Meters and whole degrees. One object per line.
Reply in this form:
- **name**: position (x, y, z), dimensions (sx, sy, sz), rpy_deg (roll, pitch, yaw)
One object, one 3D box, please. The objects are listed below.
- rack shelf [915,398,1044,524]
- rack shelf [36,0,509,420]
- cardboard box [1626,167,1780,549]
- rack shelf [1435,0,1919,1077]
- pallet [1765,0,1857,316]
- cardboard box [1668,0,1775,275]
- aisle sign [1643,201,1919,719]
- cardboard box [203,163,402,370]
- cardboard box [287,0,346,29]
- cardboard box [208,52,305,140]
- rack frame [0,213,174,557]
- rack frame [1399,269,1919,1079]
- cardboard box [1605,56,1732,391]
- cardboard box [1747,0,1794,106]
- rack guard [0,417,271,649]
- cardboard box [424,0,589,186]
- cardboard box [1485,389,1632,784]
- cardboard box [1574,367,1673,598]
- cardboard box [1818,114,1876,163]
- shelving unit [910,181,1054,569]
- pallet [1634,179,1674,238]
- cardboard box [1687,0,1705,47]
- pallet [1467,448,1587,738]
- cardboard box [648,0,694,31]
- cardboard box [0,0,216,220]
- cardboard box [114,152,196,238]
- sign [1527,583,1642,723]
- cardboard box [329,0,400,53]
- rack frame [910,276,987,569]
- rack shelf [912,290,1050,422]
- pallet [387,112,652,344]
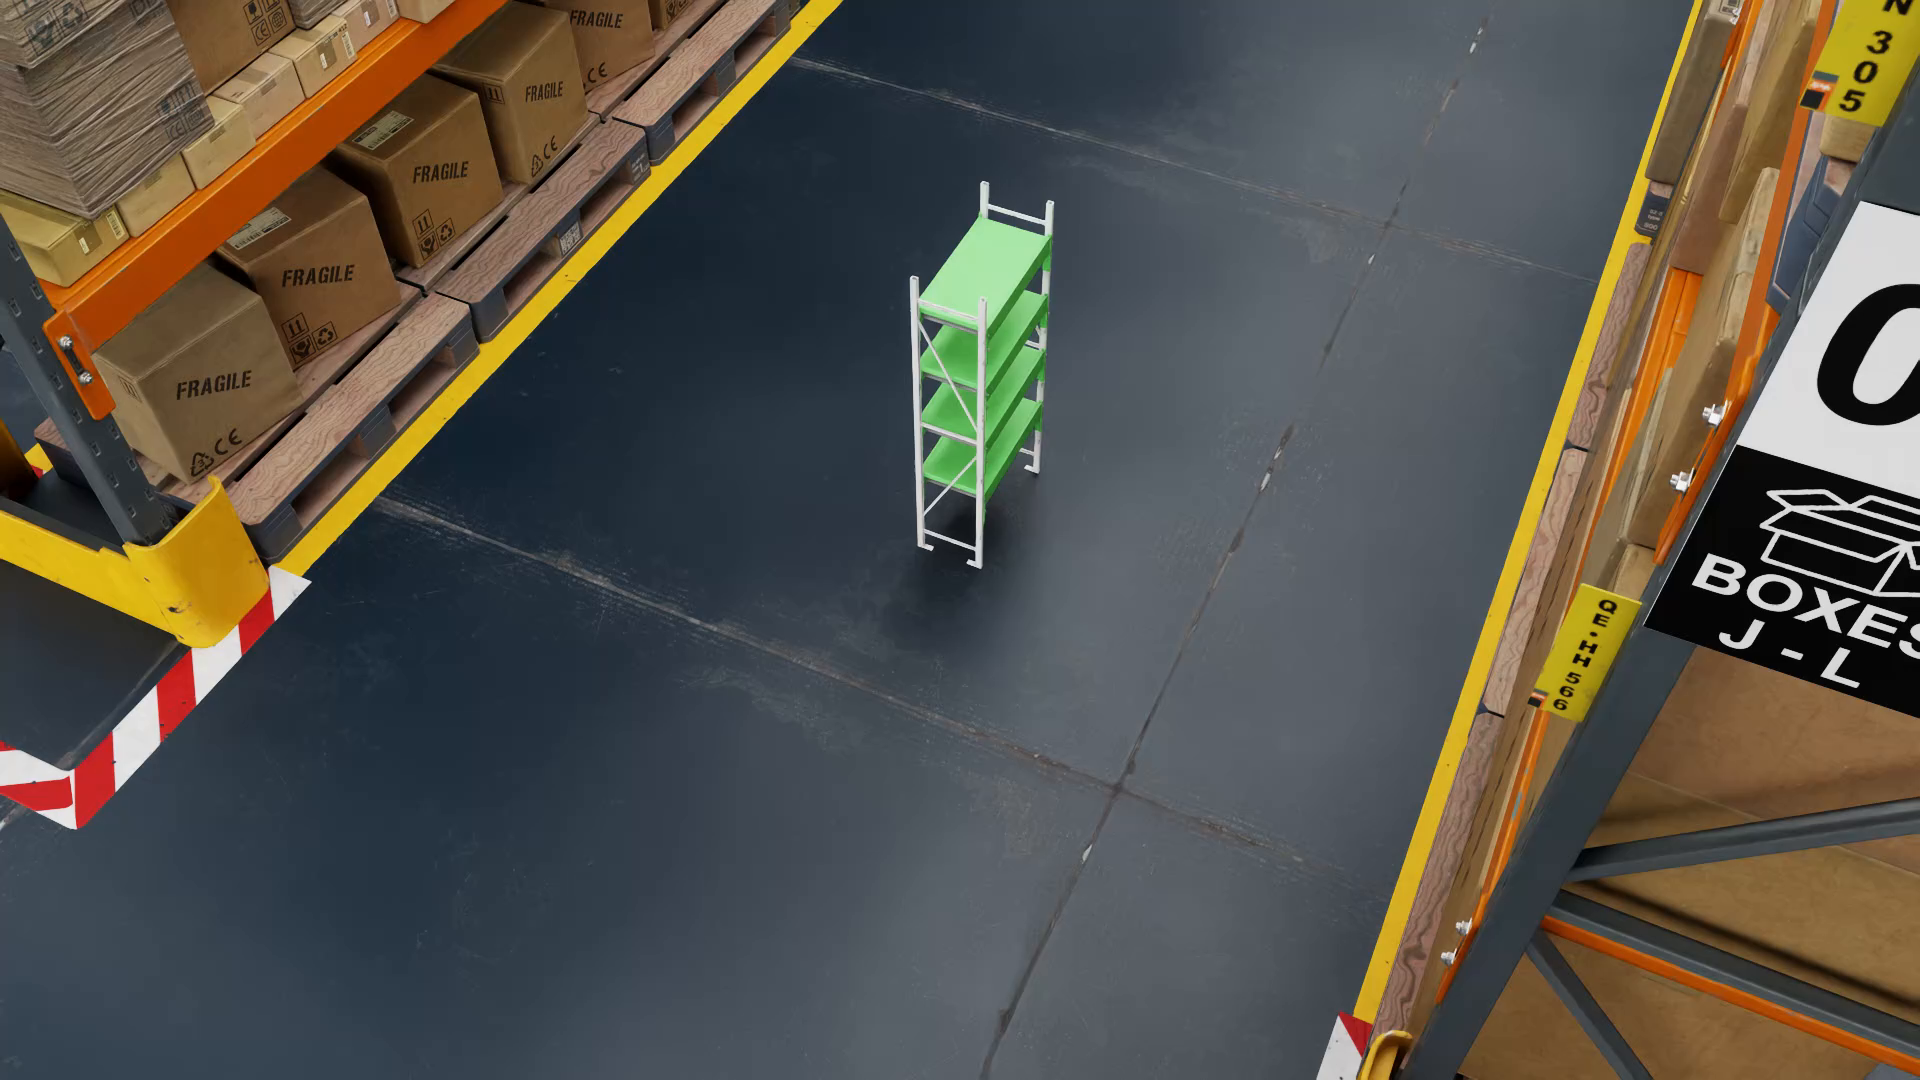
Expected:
- **rack shelf**: position (0.071, -0.306, 5.621), dimensions (0.258, 0.148, 0.480), rpy_deg (20, 52, 16)
- **rack shelf**: position (-2.088, -2.000, 5.954), dimensions (1.077, 0.370, 4.000), rpy_deg (20, 52, 16)
- **cardboard box**: position (1.844, -0.222, 3.162), dimensions (0.875, 0.550, 0.550), rpy_deg (20, 52, 16)
- **rack shelf**: position (2.353, -0.316, 4.522), dimensions (1.077, 0.370, 4.000), rpy_deg (20, 52, 16)
- **pallet**: position (1.806, -0.630, 2.405), dimensions (1.003, 0.211, 1.213), rpy_deg (20, 52, 16)
- **cardboard box**: position (2.509, -0.998, 4.531), dimensions (0.875, 0.550, 0.550), rpy_deg (20, 52, 16)
- **aisle sign**: position (1.197, -0.063, 2.128), dimensions (0.394, 0.787, 0.004), rpy_deg (20, 52, 16)
- **cardboard box**: position (-2.436, -1.029, 6.022), dimensions (0.500, 0.500, 0.500), rpy_deg (33, 57, 25)
- **cardboard box**: position (-2.325, -2.068, 5.279), dimensions (0.875, 0.500, 0.500), rpy_deg (20, 52, 16)
- **cardboard box**: position (-2.273, -1.405, 5.141), dimensions (0.380, 0.149, 0.250), rpy_deg (20, 52, 16)
- **rack frame**: position (-2.943, -0.856, 4.509), dimensions (1.000, 3.000, 0.127), rpy_deg (20, 52, 16)
- **rack frame**: position (1.499, 0.828, 3.076), dimensions (1.000, 3.000, 0.127), rpy_deg (20, 52, 16)
- **cardboard box**: position (2.875, -0.964, 5.720), dimensions (0.875, 0.875, 0.875), rpy_deg (21, 53, 17)
- **cardboard box**: position (2.534, -1.339, 4.112), dimensions (0.875, 0.550, 0.550), rpy_deg (20, 52, 16)
- **rack guard**: position (-2.910, -0.098, 5.505), dimensions (1.175, 0.500, 0.348), rpy_deg (20, 52, 16)
- **cardboard box**: position (-1.873, -1.824, 6.698), dimensions (0.500, 0.500, 0.500), rpy_deg (16, 51, 13)
- **cardboard box**: position (2.103, 0.285, 4.657), dimensions (0.875, 0.875, 0.875), rpy_deg (19, 52, 16)
- **cardboard box**: position (1.831, 0.123, 3.577), dimensions (0.875, 0.550, 0.550), rpy_deg (20, 52, 16)
- **cardboard box**: position (1.334, -0.571, 2.120), dimensions (0.380, 0.149, 0.250), rpy_deg (20, 52, 16)
- **shelving unit**: position (0.071, -0.503, 5.390), dimensions (0.258, 1.200, 0.503), rpy_deg (20, 52, 16)
- **pallet**: position (3.469, -1.579, 6.955), dimensions (1.003, 0.211, 1.213), rpy_deg (20, 52, 16)
- **cardboard box**: position (3.807, -2.453, 7.069), dimensions (1.050, 0.750, 0.750), rpy_deg (20, 52, 16)
- **pallet**: position (2.292, 0.318, 5.341), dimensions (1.003, 0.211, 1.213), rpy_deg (20, 52, 16)
- **cardboard box**: position (-1.441, -2.674, 7.421), dimensions (0.500, 0.500, 0.500), rpy_deg (18, 52, 15)
- **cardboard box**: position (-2.683, -1.354, 4.672), dimensions (0.875, 0.500, 0.500), rpy_deg (20, 52, 16)
- **cardboard box**: position (-2.481, -1.059, 4.846), dimensions (0.380, 0.149, 0.250), rpy_deg (20, 52, 16)
- **sign**: position (1.014, 0.190, 2.703), dimensions (0.100, 0.325, 0.005), rpy_deg (20, 52, 16)
- **cardboard box**: position (-2.077, -1.756, 5.439), dimensions (0.380, 0.149, 0.250), rpy_deg (20, 52, 16)
- **rack frame**: position (-0.034, -0.335, 5.247), dimensions (0.240, 1.200, 0.015), rpy_deg (20, 52, 16)
- **rack shelf**: position (0.071, -0.617, 5.256), dimensions (0.258, 0.148, 0.480), rpy_deg (20, 52, 16)
- **pallet**: position (-2.009, -1.389, 6.793), dimensions (1.003, 0.211, 1.213), rpy_deg (20, 52, 16)
